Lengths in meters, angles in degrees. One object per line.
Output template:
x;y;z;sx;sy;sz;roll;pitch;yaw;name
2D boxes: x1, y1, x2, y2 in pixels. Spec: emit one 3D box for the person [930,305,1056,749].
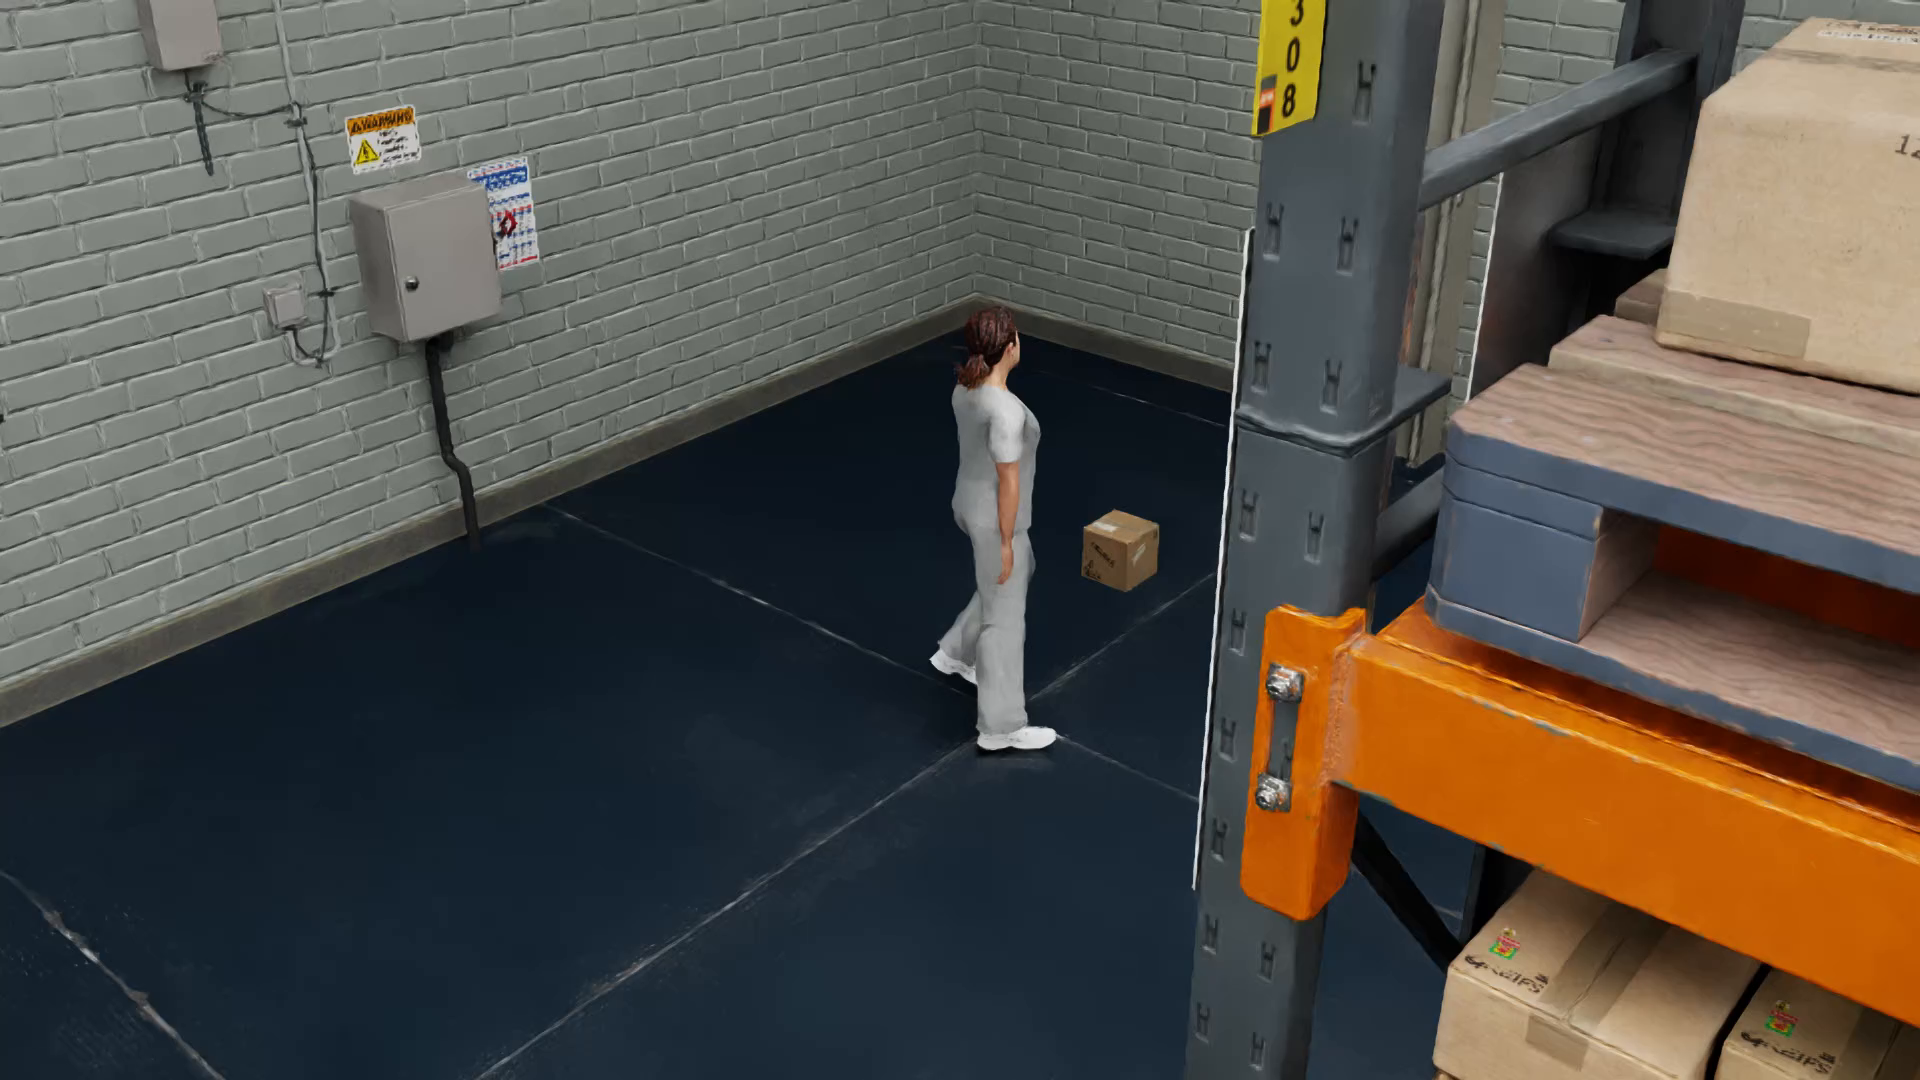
0.177;-0.047;6.203;0.459;1.651;0.581;-13;30;-23;person
